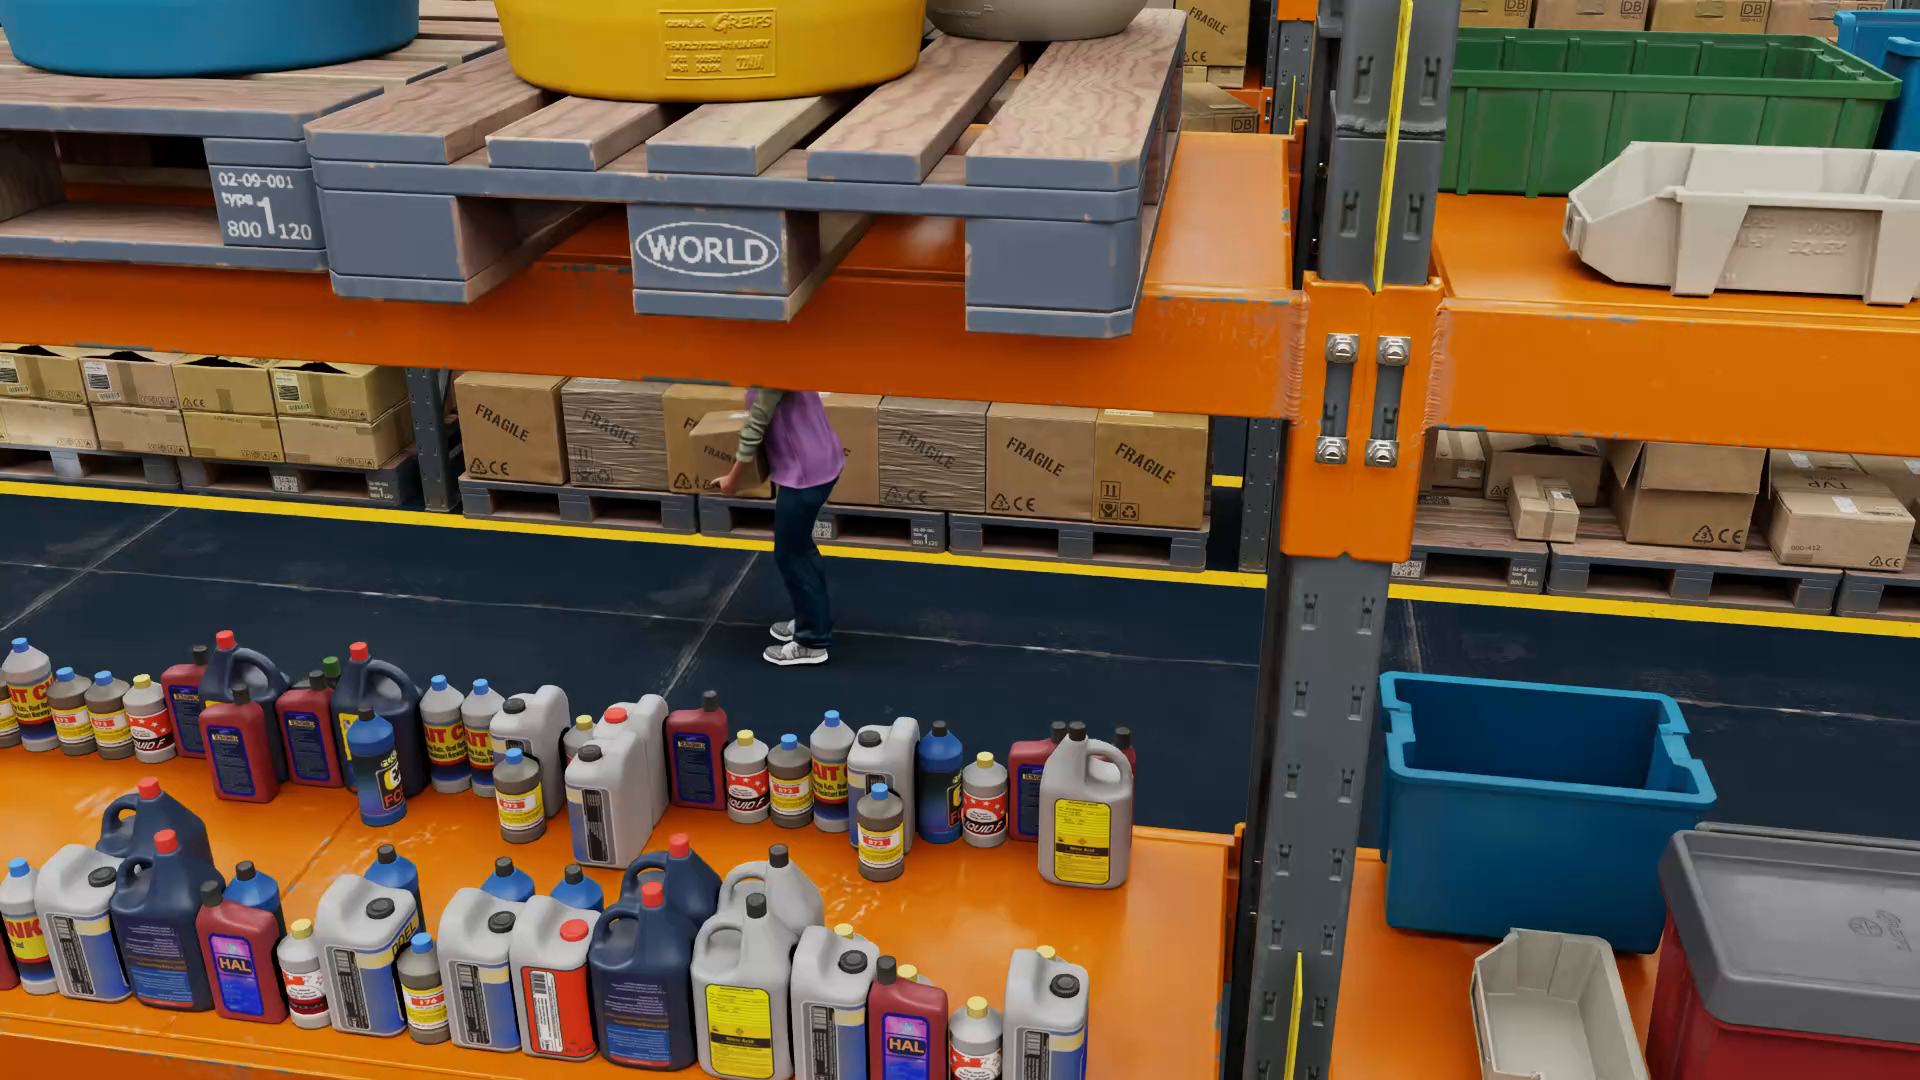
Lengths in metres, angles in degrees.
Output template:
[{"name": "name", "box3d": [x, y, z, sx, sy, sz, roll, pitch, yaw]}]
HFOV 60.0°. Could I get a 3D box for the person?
[{"name": "person", "box3d": [-0.667, -0.142, 6.727, 0.386, 1.342, 0.373, 4, 26, 8]}]
